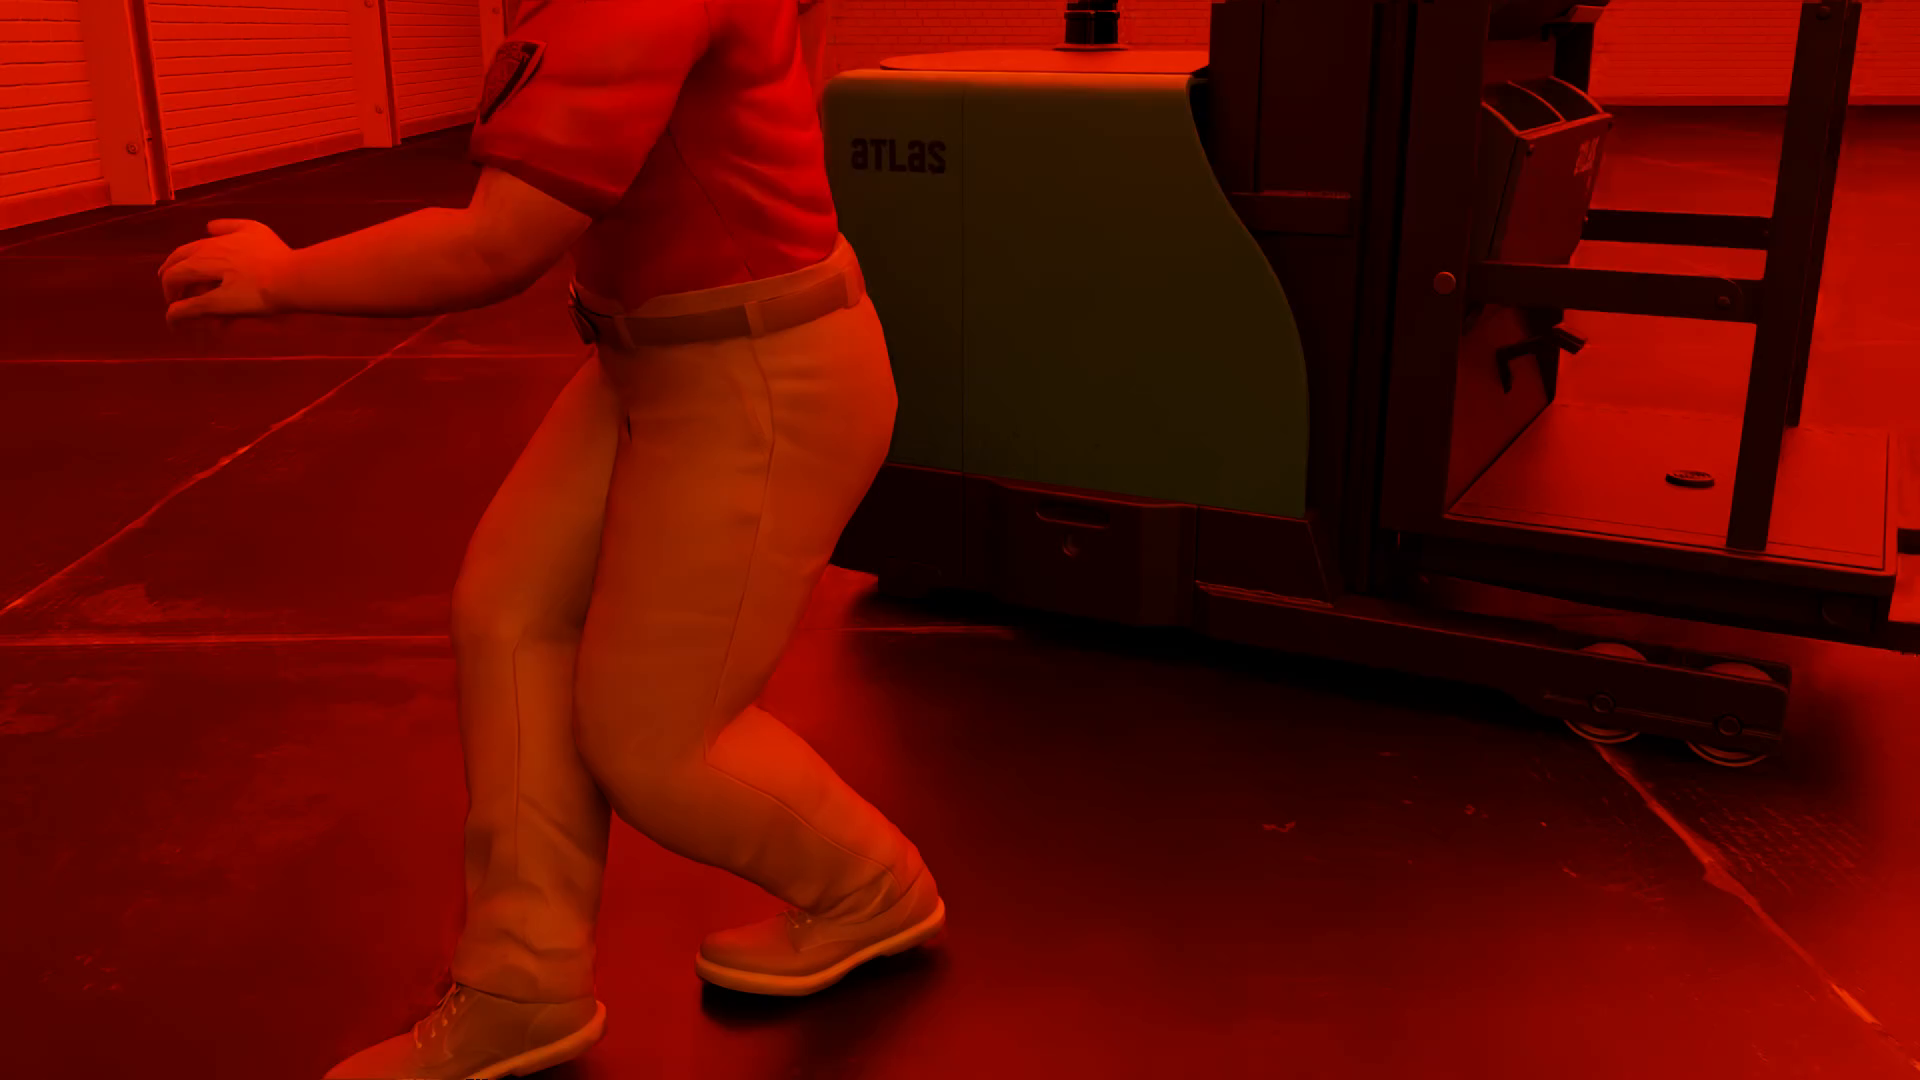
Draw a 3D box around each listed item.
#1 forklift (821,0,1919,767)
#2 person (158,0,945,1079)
[{"bbox_3d":[1.255,-1.209,2.861,3.031,2.935,1.130,9,19,27],"label":"forklift"},{"bbox_3d":[-0.431,-0.193,1.884,0.824,1.604,0.794,-6,18,-17],"label":"person"}]
